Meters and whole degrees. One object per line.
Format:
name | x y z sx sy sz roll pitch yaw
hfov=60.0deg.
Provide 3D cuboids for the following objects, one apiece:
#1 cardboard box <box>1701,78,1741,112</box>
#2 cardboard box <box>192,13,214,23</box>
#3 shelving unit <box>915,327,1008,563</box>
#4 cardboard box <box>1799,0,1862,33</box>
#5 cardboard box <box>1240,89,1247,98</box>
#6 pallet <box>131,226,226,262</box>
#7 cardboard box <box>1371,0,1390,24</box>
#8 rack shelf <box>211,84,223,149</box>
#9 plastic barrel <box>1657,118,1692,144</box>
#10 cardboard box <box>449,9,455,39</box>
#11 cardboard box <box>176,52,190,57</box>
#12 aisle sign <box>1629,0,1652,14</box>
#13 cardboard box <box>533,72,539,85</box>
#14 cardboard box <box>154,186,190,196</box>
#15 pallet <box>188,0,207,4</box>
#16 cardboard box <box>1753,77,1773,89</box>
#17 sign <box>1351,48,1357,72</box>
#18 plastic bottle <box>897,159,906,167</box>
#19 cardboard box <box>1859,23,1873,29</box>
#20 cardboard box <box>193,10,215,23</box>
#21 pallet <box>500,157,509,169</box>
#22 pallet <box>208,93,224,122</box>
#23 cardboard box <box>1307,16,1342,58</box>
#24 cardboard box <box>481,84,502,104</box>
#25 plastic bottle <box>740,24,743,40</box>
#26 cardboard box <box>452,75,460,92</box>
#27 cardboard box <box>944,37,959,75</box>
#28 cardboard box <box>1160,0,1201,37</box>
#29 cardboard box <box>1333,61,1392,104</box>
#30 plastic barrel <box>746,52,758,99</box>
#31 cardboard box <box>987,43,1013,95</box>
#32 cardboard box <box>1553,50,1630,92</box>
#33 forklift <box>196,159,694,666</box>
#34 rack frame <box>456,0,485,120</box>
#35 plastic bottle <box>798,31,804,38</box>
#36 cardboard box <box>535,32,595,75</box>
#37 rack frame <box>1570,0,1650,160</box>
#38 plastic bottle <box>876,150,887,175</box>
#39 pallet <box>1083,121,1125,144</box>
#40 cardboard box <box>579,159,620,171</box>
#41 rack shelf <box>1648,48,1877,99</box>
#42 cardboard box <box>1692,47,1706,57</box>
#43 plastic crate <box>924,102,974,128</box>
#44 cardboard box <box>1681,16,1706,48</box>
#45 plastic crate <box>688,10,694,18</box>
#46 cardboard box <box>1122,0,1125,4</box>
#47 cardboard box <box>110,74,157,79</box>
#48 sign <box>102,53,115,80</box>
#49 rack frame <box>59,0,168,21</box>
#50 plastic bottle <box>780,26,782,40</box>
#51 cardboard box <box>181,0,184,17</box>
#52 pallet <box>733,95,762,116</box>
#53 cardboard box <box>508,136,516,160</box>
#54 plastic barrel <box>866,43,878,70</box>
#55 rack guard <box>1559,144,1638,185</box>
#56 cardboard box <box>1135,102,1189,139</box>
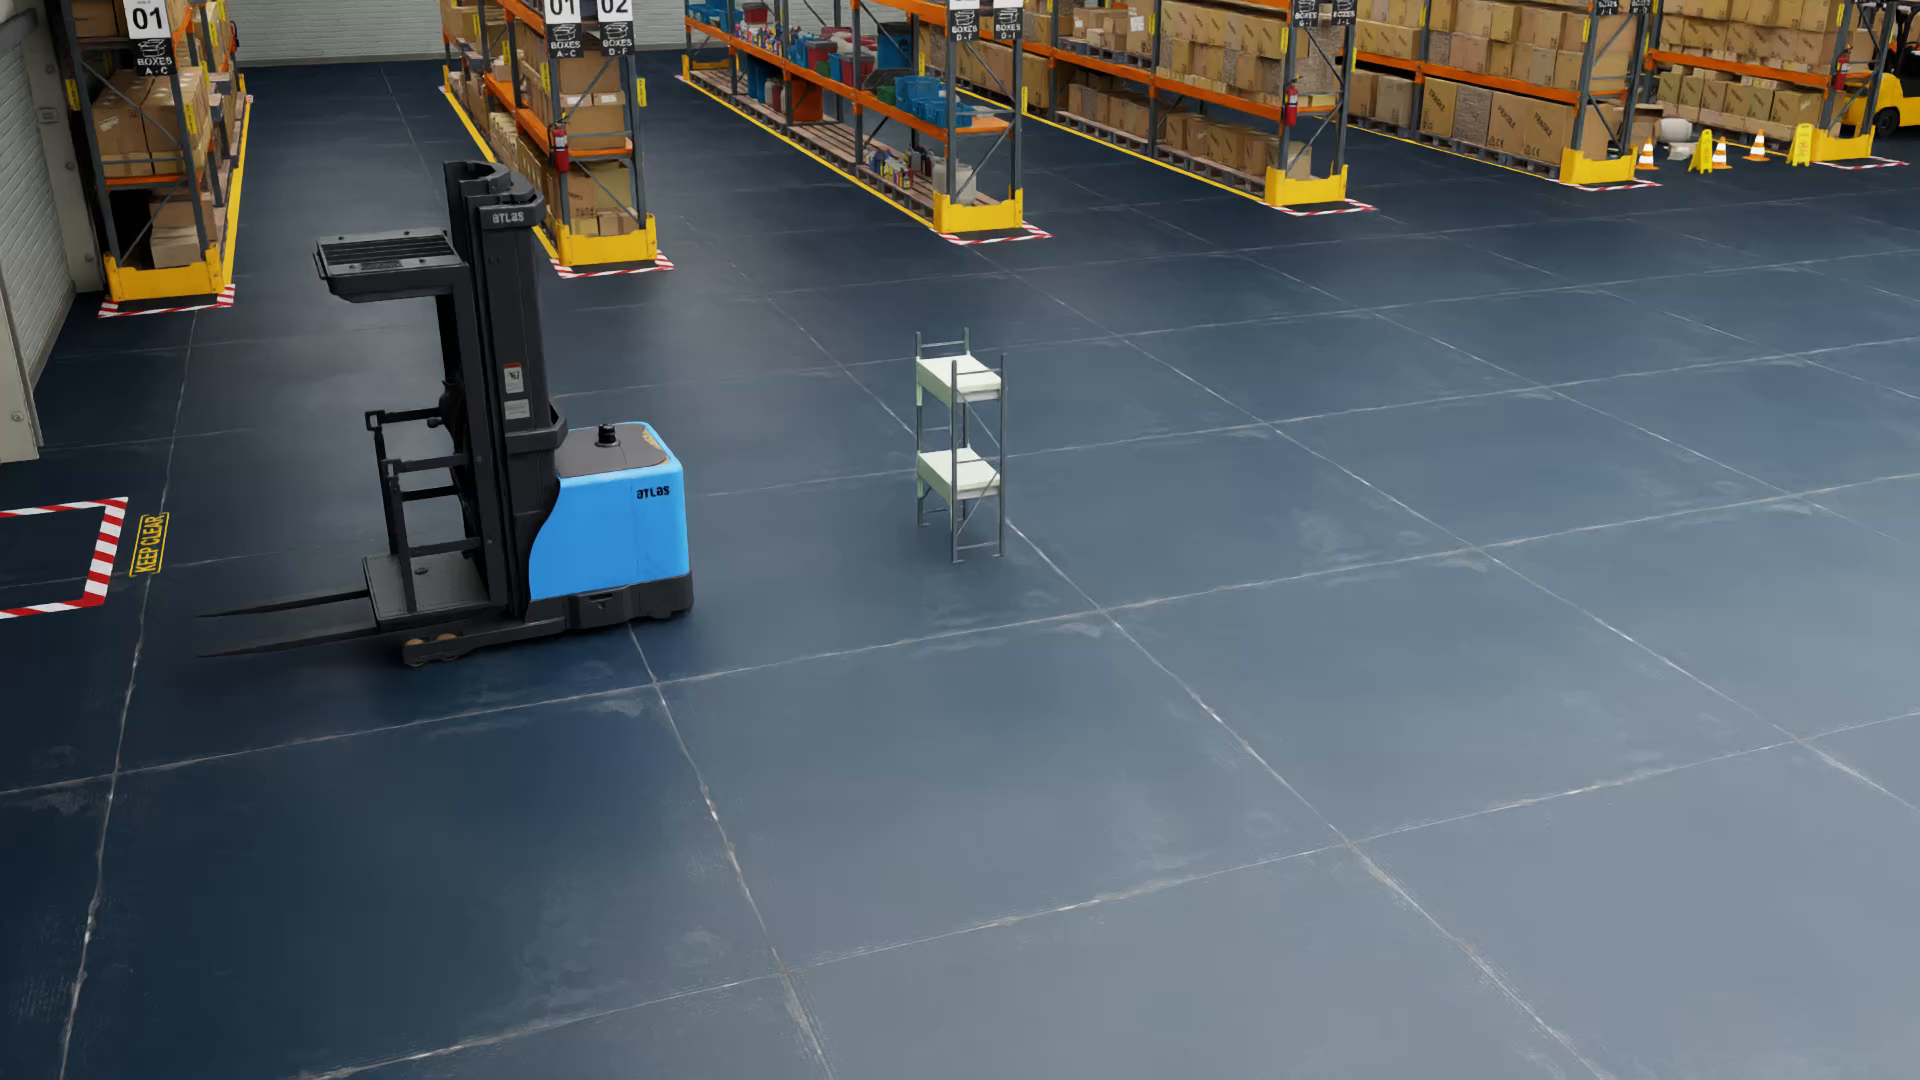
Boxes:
cardboard box | 13.139 -7.644 28.559 0.500 0.500 0.500 -7 24 -16
cardboard box | -12.075 -8.175 26.280 0.500 0.250 0.500 -8 24 -19
shelving unit | 0.002 -0.689 11.953 0.431 1.500 0.755 -8 24 -19
cardboard box | 13.830 -8.352 26.404 0.700 0.500 0.500 -9 24 -20
cardboard box | 4.302 -6.516 24.171 0.380 0.149 0.250 -8 24 -19
pallet | -9.666 -3.639 20.611 1.003 0.211 1.213 -8 24 -19
cardboard box | 7.664 -9.346 29.146 0.700 0.500 0.500 -8 24 -19
rack shelf | -11.078 -6.002 23.554 1.077 0.370 4.000 -8 24 -19
plastic barrel | 12.068 -6.908 28.094 0.512 0.421 0.421 8 24 18
cardboard box | -9.348 -9.761 31.417 0.500 0.500 0.500 -8 24 -18
cardboard box | -10.972 -6.484 23.077 0.700 0.500 0.500 -5 23 -12
aisle sign | 9.925 -8.049 24.139 0.394 0.787 0.004 -8 24 -19
cardboard box | -5.366 -6.041 21.757 0.380 0.149 0.250 -9 25 -21
cardboard box | -9.967 -4.286 21.209 0.500 0.500 0.500 -10 25 -23
pallet | -10.490 -7.141 21.711 1.213 0.211 1.003 -8 24 -19
cardboard box | 13.409 -7.594 27.605 0.380 0.149 0.250 -8 24 -18
sign | 5.451 -6.666 23.088 0.100 0.325 0.005 -8 24 -19
plastic bottle | -0.860 -5.370 24.069 0.152 0.276 0.135 -8 24 -19
cardboard box | 17.021 -9.766 31.751 0.500 0.250 0.500 -8 24 -18
cardboard box | -12.261 -8.359 26.718 0.500 0.250 0.500 -9 24 -20
pallet | -6.470 -5.709 25.524 1.003 0.211 1.213 -8 24 -19
pallet | -10.505 -5.816 22.434 1.003 0.211 1.213 -8 24 -19
cardboard box | 5.004 -7.073 23.371 0.500 0.500 0.500 -8 24 -19
cardboard box | -7.725 -7.465 27.786 0.500 0.250 0.500 -7 24 -17
plastic bottle | -4.060 -9.499 31.090 0.097 0.271 0.097 0 23 0
cardboard box | -9.698 -8.984 32.677 0.500 0.250 0.500 -8 24 -19
cardboard box | 0.228 -10.345 35.127 0.875 0.875 0.875 -8 24 -19
cardboard box | 3.452 -8.091 25.786 0.500 0.500 0.500 -8 24 -19
cardboard box | 7.236 -8.349 30.552 1.050 0.750 0.750 -8 24 -18
plastic barrel | -3.753 -8.899 31.664 0.600 0.901 0.708 -8 24 -19
cardboard box | 1.266 -9.213 32.440 1.225 0.875 0.875 -9 25 -21
cardboard box | 9.446 -7.034 24.883 0.875 0.550 0.550 -8 24 -19
forklift | -3.337 -0.795 10.363 3.031 2.935 1.130 -9 25 -21
rack frame | -8.565 -9.195 30.203 1.000 3.000 0.127 -8 24 -19
plastic bottle | -2.857 -9.068 30.062 0.152 0.276 0.135 -8 24 -19
cardboard box | -5.044 -6.224 21.357 0.700 0.500 0.500 -8 24 -19
rack frame | 9.619 -6.836 24.607 1.000 3.000 0.127 -8 24 -19
plastic bottle | -1.140 -5.529 24.351 0.144 0.351 0.185 -9 25 -21
pallet | 2.819 -7.087 28.794 1.003 0.211 1.213 -8 24 -19
cardboard box | -4.674 -4.693 21.557 0.500 0.500 0.500 -8 24 -19
rack shelf | 13.508 -7.947 28.170 1.077 0.370 4.000 -8 24 -19
cardboard box | 12.928 -8.459 28.782 0.380 0.149 0.250 -8 24 -17
plastic crate | -0.147 -5.585 21.830 0.499 0.251 0.616 -8 24 -19
cardboard box | 12.895 -8.811 28.782 0.500 0.500 0.500 -8 24 -19
plastic crate | -5.527 -10.970 34.677 0.250 0.136 0.298 -8 24 -19
cardboard box | 3.903 -12.284 37.857 0.380 0.149 0.250 -7 24 -17
cardboard box | -10.222 -5.505 20.650 0.500 0.500 0.500 -8 24 -19
sign | -10.889 -6.063 21.282 0.100 0.325 0.005 -8 24 -19
rack frame | -8.958 -6.918 17.077 1.000 3.000 0.127 -8 24 -19
plastic bottle | -3.291 -9.375 30.796 0.097 0.271 0.097 0 23 0
cardboard box | -9.564 -6.513 19.824 0.500 0.500 0.500 -9 25 -21
pallet | -3.696 -8.302 31.675 1.003 0.211 1.213 -8 24 -19
cardboard box | -6.339 -5.769 24.352 0.500 0.311 0.500 -8 24 -18
plastic barrel | -1.236 -7.406 25.785 0.433 0.535 0.433 0 23 0
rack guard | 9.628 -5.675 25.072 1.175 0.500 0.348 -8 24 -19
cardboard box | 3.334 -6.923 27.464 0.700 0.500 0.500 -10 25 -23
